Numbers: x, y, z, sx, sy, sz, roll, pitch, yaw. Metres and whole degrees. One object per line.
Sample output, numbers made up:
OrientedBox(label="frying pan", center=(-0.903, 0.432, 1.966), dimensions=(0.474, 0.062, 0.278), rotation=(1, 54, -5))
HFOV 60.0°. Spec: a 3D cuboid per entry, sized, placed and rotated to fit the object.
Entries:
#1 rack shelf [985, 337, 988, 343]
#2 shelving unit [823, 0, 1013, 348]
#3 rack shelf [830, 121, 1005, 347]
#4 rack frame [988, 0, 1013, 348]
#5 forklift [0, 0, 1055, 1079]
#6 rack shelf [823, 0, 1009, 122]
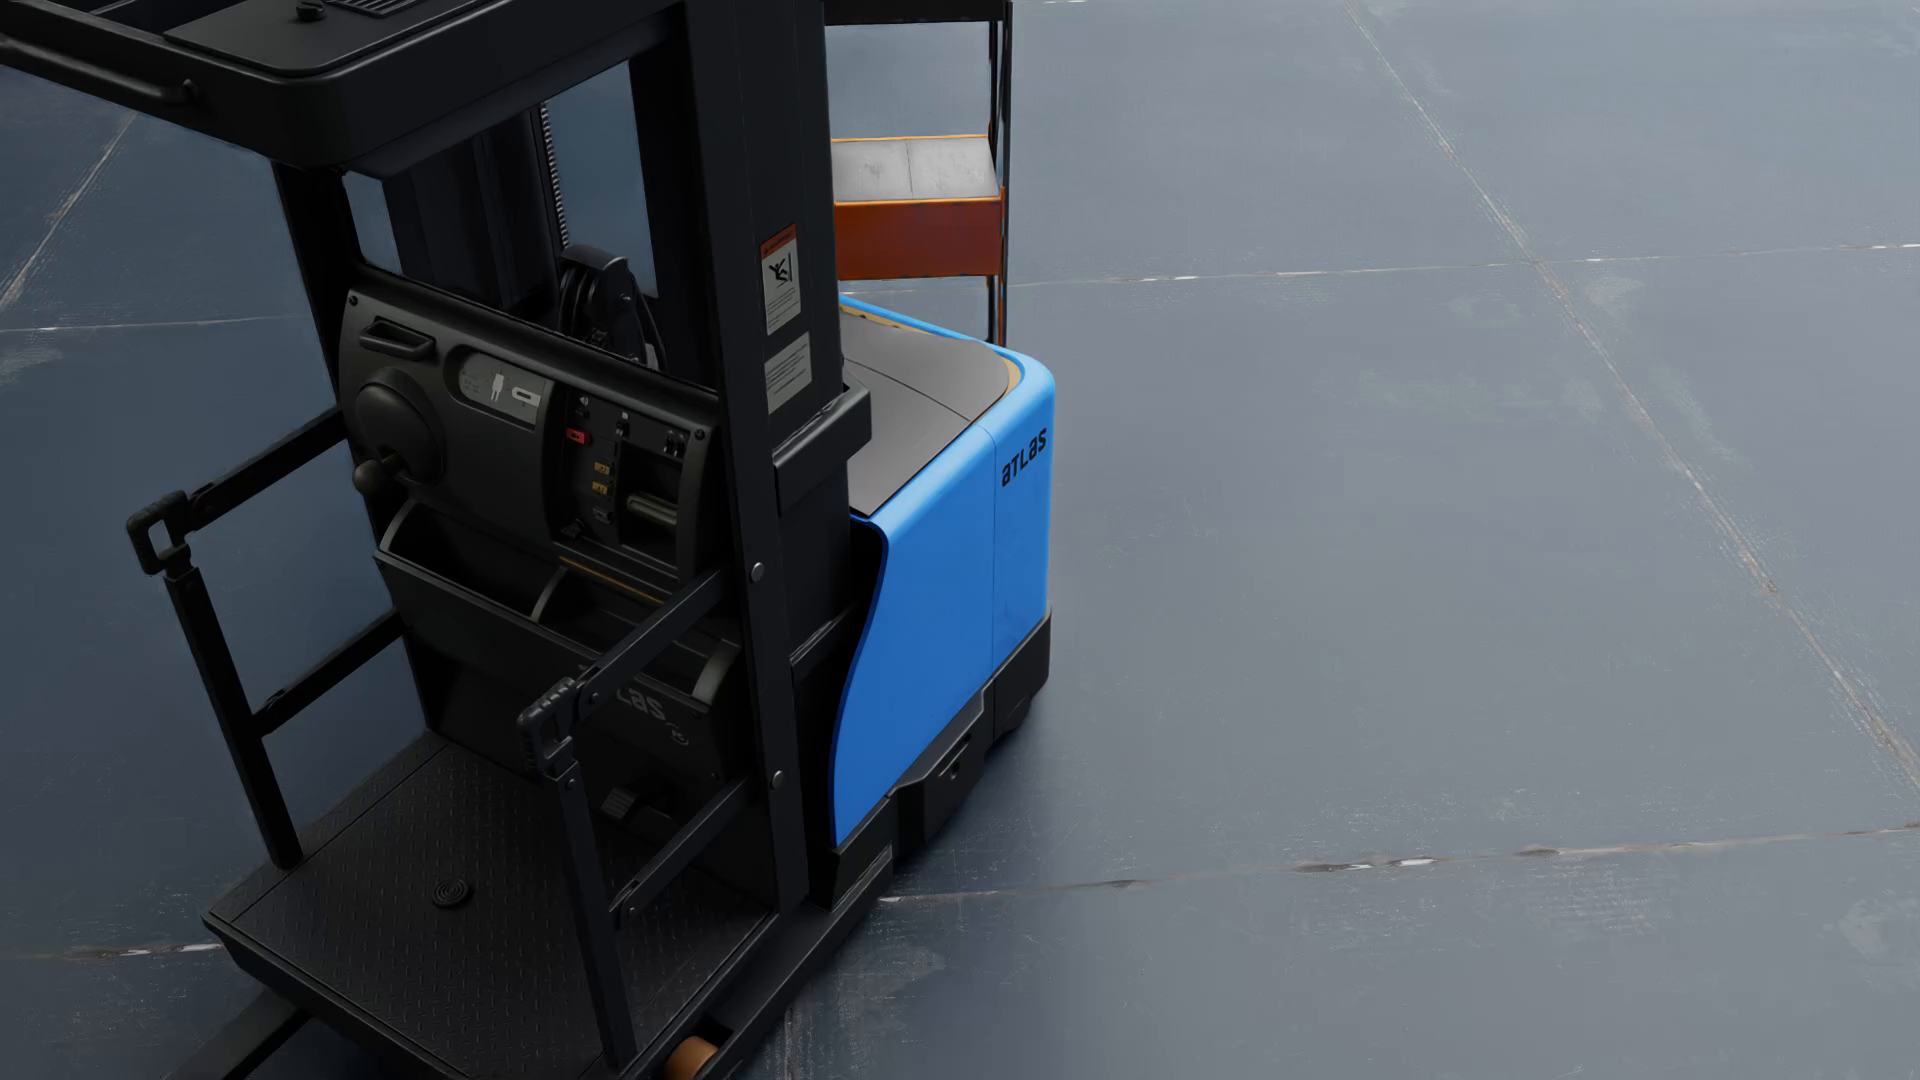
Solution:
OrientedBox(label="rack shelf", center=(-0.137, -0.278, 5.059), dimensions=(0.480, 0.518, 0.431), rotation=(-3, 38, -3))
OrientedBox(label="shelving unit", center=(-0.137, -0.838, 4.617), dimensions=(0.503, 2.100, 0.431), rotation=(-3, 38, -3))
OrientedBox(label="rack shelf", center=(-0.137, -0.827, 4.625), dimensions=(0.480, 0.518, 0.431), rotation=(-3, 38, -3))
OrientedBox(label="rack frame", center=(0.106, -0.849, 4.631), dimensions=(0.015, 2.100, 0.400), rotation=(-3, 38, -3))
OrientedBox(label="forklift", center=(-0.959, -0.124, 3.041), dimensions=(1.130, 2.935, 3.031), rotation=(21, 43, 25))
OrientedBox(label="rack shelf", center=(-0.137, -1.377, 4.191), dimensions=(0.480, 0.518, 0.431), rotation=(-3, 38, -3))
